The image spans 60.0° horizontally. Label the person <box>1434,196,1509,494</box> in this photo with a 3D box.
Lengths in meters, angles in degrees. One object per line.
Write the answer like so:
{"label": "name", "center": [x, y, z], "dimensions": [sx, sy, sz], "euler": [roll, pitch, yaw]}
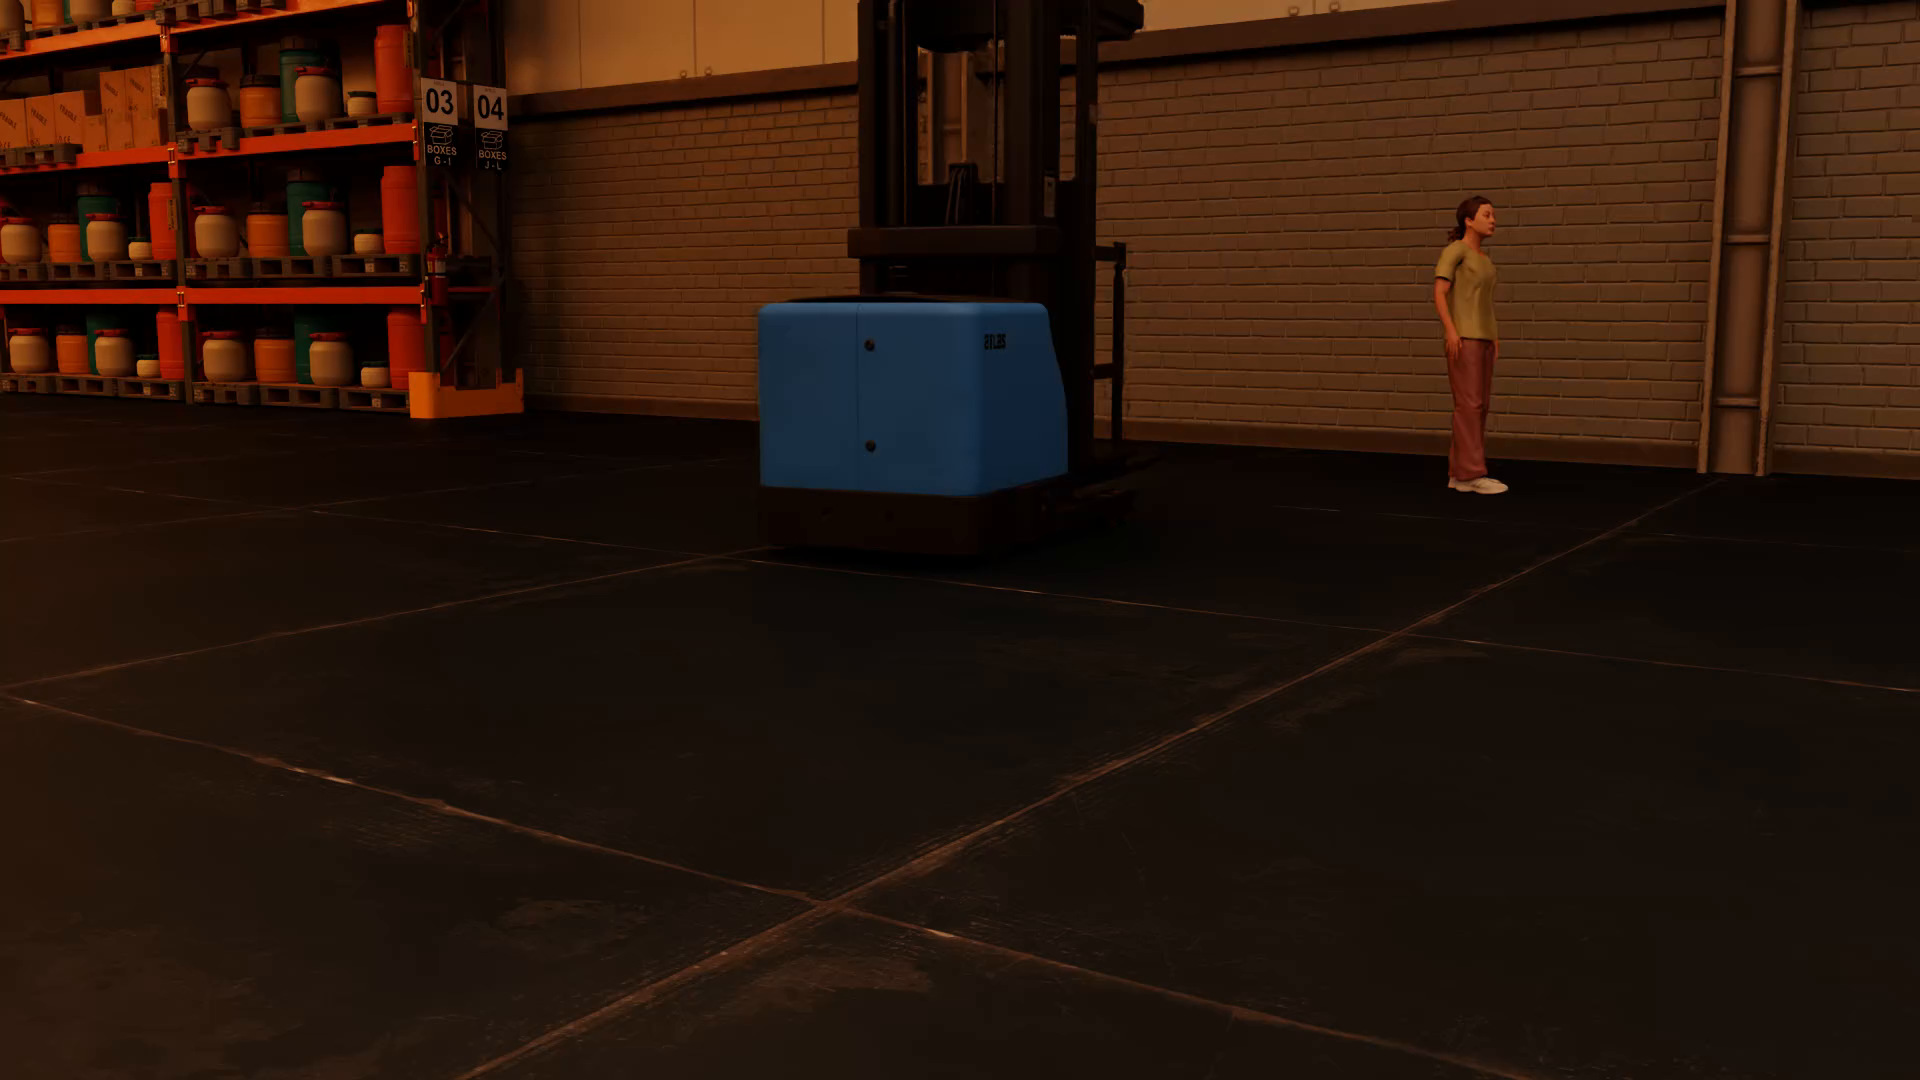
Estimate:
{"label": "person", "center": [2.993, -1.119, 9.515], "dimensions": [0.536, 1.679, 0.577], "euler": [7, 11, 41]}

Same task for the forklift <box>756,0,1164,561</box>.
{"label": "forklift", "center": [0.211, -1.533, 7.975], "dimensions": [1.130, 2.935, 3.031], "euler": [4, 9, 24]}
